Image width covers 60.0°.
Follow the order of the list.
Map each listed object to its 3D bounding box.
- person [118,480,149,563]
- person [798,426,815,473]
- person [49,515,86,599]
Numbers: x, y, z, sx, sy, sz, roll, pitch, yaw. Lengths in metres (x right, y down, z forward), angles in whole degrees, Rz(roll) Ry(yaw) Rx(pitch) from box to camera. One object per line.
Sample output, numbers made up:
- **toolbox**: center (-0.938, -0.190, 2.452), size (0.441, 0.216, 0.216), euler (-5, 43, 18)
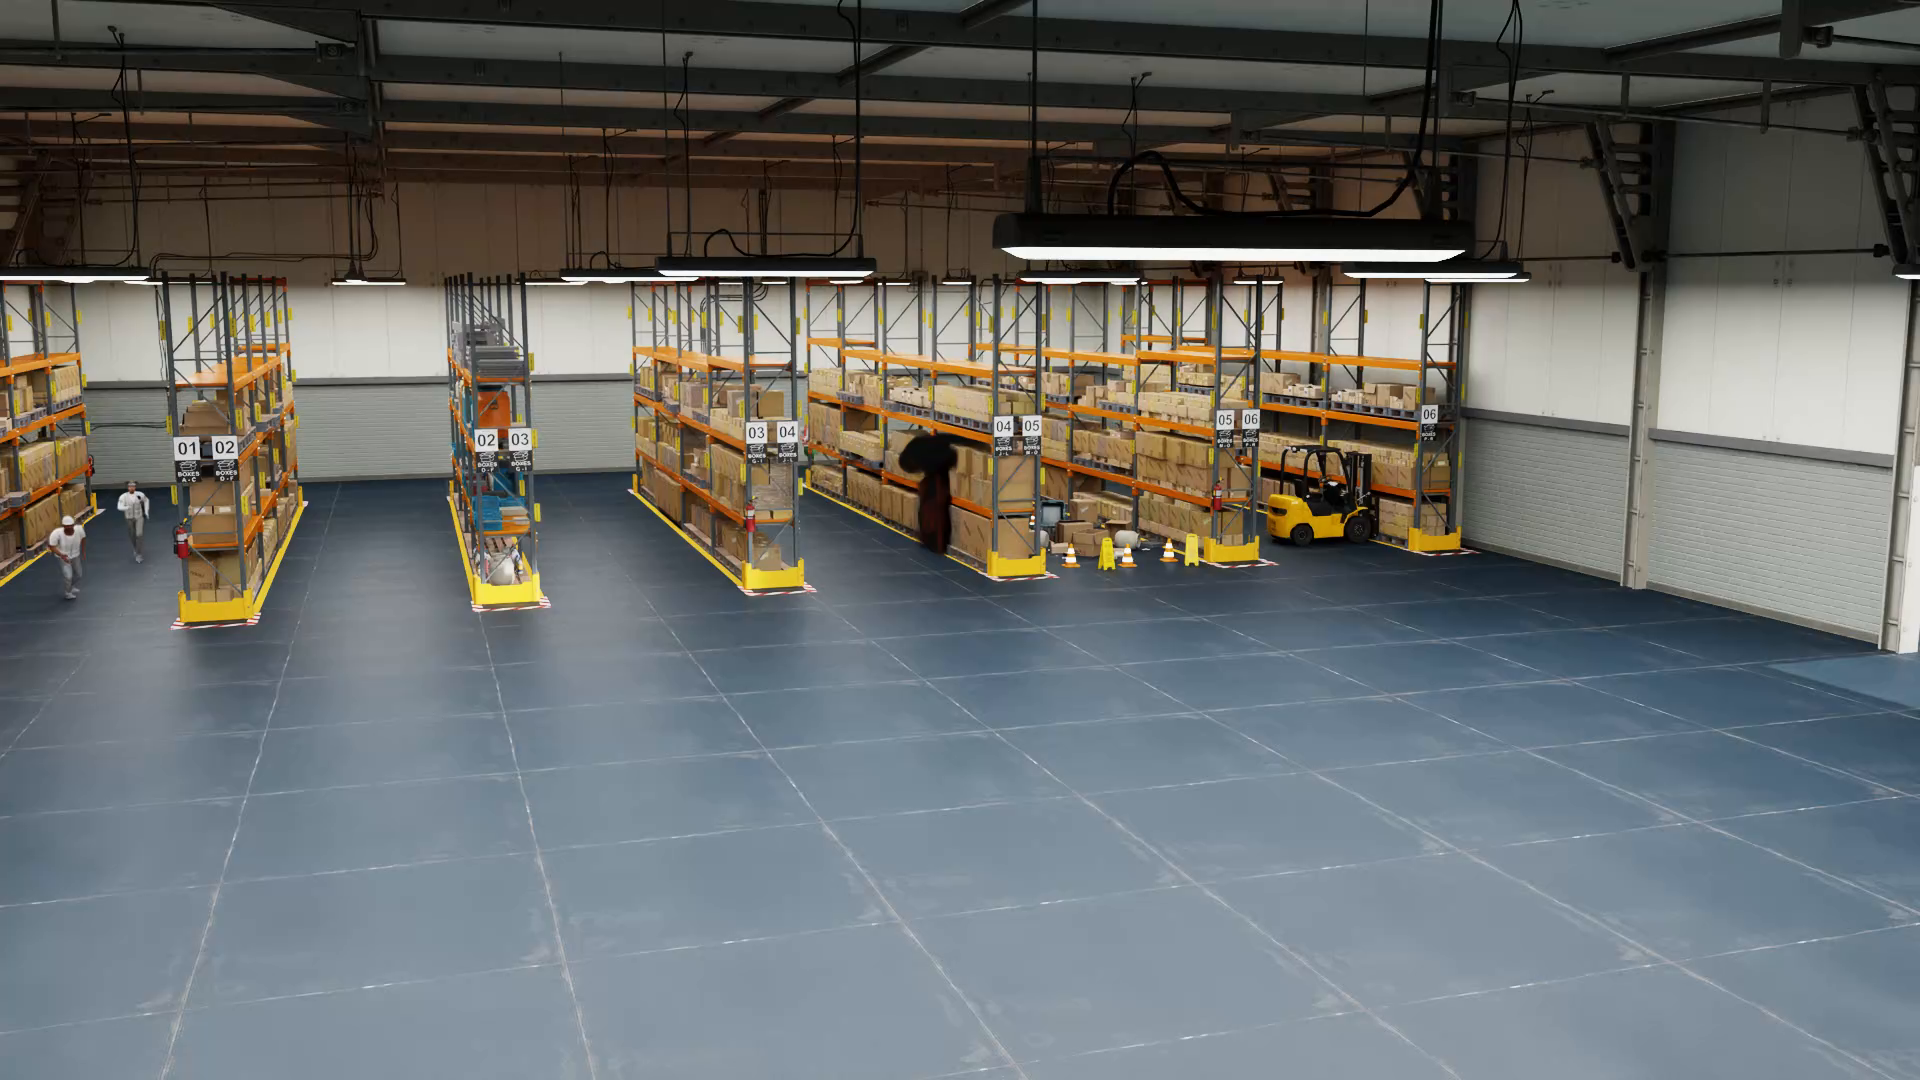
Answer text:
- **person**: center (-17.504, -0.424, 35.244), size (0.557, 1.739, 0.847), euler (-3, 9, -19)
- **person**: center (-4.694, -2.925, 51.530), size (0.636, 1.754, 0.885), euler (0, 9, -3)
- **person**: center (-16.495, 0.306, 30.735), size (0.924, 1.594, 0.672), euler (6, 11, 36)
